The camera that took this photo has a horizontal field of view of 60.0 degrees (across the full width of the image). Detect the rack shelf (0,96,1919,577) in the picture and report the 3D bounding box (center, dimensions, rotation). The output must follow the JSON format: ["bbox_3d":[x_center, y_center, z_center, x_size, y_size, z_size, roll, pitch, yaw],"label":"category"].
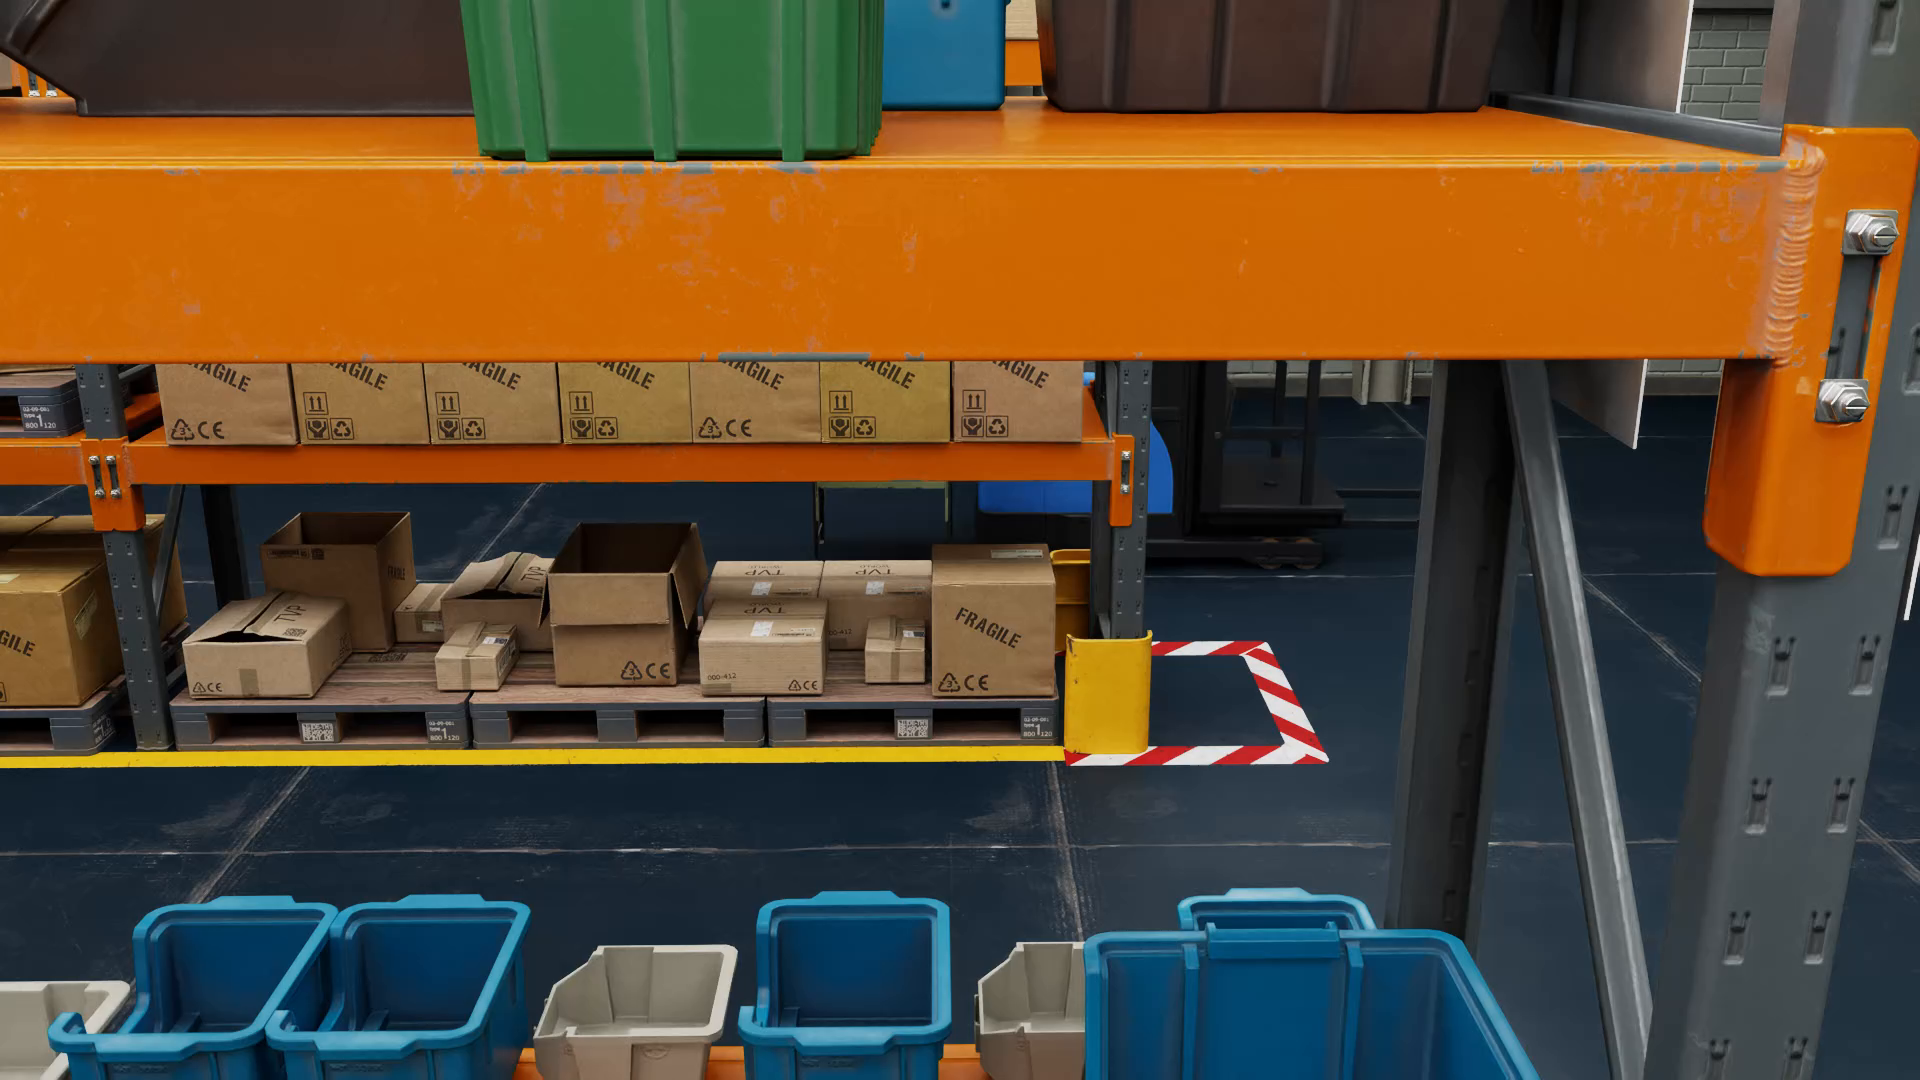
[{"bbox_3d":[-1.253,-0.293,1.816,4.000,0.370,1.077,0,18,-1],"label":"rack shelf"}]

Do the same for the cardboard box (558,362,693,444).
[{"bbox_3d":[-1.293,-0.685,6.608,0.500,0.500,0.500,-1,18,-2],"label":"cardboard box"}]

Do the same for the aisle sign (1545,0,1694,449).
[{"bbox_3d":[0.814,-0.545,2.081,0.004,0.787,0.394,0,18,-1],"label":"aisle sign"}]

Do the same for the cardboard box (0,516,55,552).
[{"bbox_3d":[-4.348,0.205,7.371,0.500,0.500,0.500,0,18,0],"label":"cardboard box"}]

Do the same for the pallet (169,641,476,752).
[{"bbox_3d":[-2.641,0.615,7.286,1.213,0.211,1.003,0,18,-1],"label":"pallet"}]

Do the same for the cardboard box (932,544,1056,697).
[{"bbox_3d":[0.132,0.329,6.982,0.500,0.500,0.500,0,18,-1],"label":"cardboard box"}]

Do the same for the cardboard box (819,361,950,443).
[{"bbox_3d":[-0.290,-0.688,6.618,0.500,0.500,0.500,0,18,0],"label":"cardboard box"}]

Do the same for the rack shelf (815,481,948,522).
[{"bbox_3d":[-0.423,-0.341,9.221,0.720,0.370,0.431,0,18,1],"label":"rack shelf"}]

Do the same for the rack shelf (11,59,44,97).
[{"bbox_3d":[-5.327,-1.786,6.472,4.000,0.370,1.077,0,18,-1],"label":"rack shelf"}]

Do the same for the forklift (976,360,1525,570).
[{"bbox_3d":[1.610,-1.397,9.105,3.031,2.935,1.130,0,18,1],"label":"forklift"}]

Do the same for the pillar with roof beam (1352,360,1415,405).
[{"bbox_3d":[3.344,-4.061,7.476,0.400,9.000,9.100,0,18,-1],"label":"pillar with roof beam"}]

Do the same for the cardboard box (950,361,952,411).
[{"bbox_3d":[-0.291,-0.851,7.127,0.500,0.500,0.500,0,18,-1],"label":"cardboard box"}]

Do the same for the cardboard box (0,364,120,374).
[{"bbox_3d":[-3.805,-1.024,6.977,0.500,0.500,0.700,-6,19,-19],"label":"cardboard box"}]

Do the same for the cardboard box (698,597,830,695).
[{"bbox_3d":[-0.818,0.444,7.035,0.500,0.250,0.500,0,18,-1],"label":"cardboard box"}]

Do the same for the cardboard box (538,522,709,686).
[{"bbox_3d":[-1.449,0.259,7.197,0.637,0.503,0.797,0,18,-1],"label":"cardboard box"}]

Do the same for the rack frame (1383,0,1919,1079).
[{"bbox_3d":[0.747,0.785,2.191,0.053,2.616,0.949,0,18,-1],"label":"rack frame"}]

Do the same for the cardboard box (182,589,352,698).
[{"bbox_3d":[-2.904,0.425,6.994,0.500,0.311,0.500,0,18,-1],"label":"cardboard box"}]

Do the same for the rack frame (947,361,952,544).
[{"bbox_3d":[-0.057,-0.650,9.118,0.023,1.500,0.400,0,18,1],"label":"rack frame"}]

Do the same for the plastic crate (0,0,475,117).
[{"bbox_3d":[-0.785,-0.692,1.984,0.767,0.338,0.504,0,18,-1],"label":"plastic crate"}]

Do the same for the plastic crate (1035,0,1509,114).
[{"bbox_3d":[0.357,-0.666,2.016,0.590,0.269,0.497,0,18,-1],"label":"plastic crate"}]

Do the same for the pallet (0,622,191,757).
[{"bbox_3d":[-4.140,0.633,7.228,1.213,0.211,1.003,0,18,-1],"label":"pallet"}]

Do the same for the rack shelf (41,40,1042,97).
[{"bbox_3d":[-1.328,-1.805,6.532,4.000,0.370,1.077,0,18,-1],"label":"rack shelf"}]

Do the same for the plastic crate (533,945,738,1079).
[{"bbox_3d":[-0.506,0.761,2.599,0.298,0.136,0.250,0,18,-1],"label":"plastic crate"}]

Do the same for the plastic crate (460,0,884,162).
[{"bbox_3d":[-0.235,-0.452,1.482,0.336,0.188,0.450,0,18,-1],"label":"plastic crate"}]

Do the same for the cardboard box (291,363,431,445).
[{"bbox_3d":[-2.302,-0.680,6.594,0.500,0.500,0.500,0,18,0],"label":"cardboard box"}]

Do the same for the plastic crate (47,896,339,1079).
[{"bbox_3d":[-1.122,0.743,2.496,0.300,0.233,0.416,0,18,-1],"label":"plastic crate"}]

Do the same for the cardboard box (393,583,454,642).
[{"bbox_3d":[-2.388,0.328,7.560,0.250,0.149,0.380,0,18,-1],"label":"cardboard box"}]

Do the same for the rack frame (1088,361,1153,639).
[{"bbox_3d":[0.672,-0.729,6.910,0.127,3.000,1.000,0,18,-1],"label":"rack frame"}]

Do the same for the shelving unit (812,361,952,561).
[{"bbox_3d":[-0.423,-0.651,9.122,0.755,1.500,0.431,0,18,1],"label":"shelving unit"}]

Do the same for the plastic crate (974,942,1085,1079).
[{"bbox_3d":[0.172,0.757,2.609,0.298,0.136,0.250,0,18,-1],"label":"plastic crate"}]

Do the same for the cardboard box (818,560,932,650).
[{"bbox_3d":[-0.376,0.289,7.518,0.500,0.250,0.500,0,18,-1],"label":"cardboard box"}]

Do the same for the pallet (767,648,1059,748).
[{"bbox_3d":[-0.201,0.603,7.322,1.213,0.211,1.003,0,18,-1],"label":"pallet"}]
